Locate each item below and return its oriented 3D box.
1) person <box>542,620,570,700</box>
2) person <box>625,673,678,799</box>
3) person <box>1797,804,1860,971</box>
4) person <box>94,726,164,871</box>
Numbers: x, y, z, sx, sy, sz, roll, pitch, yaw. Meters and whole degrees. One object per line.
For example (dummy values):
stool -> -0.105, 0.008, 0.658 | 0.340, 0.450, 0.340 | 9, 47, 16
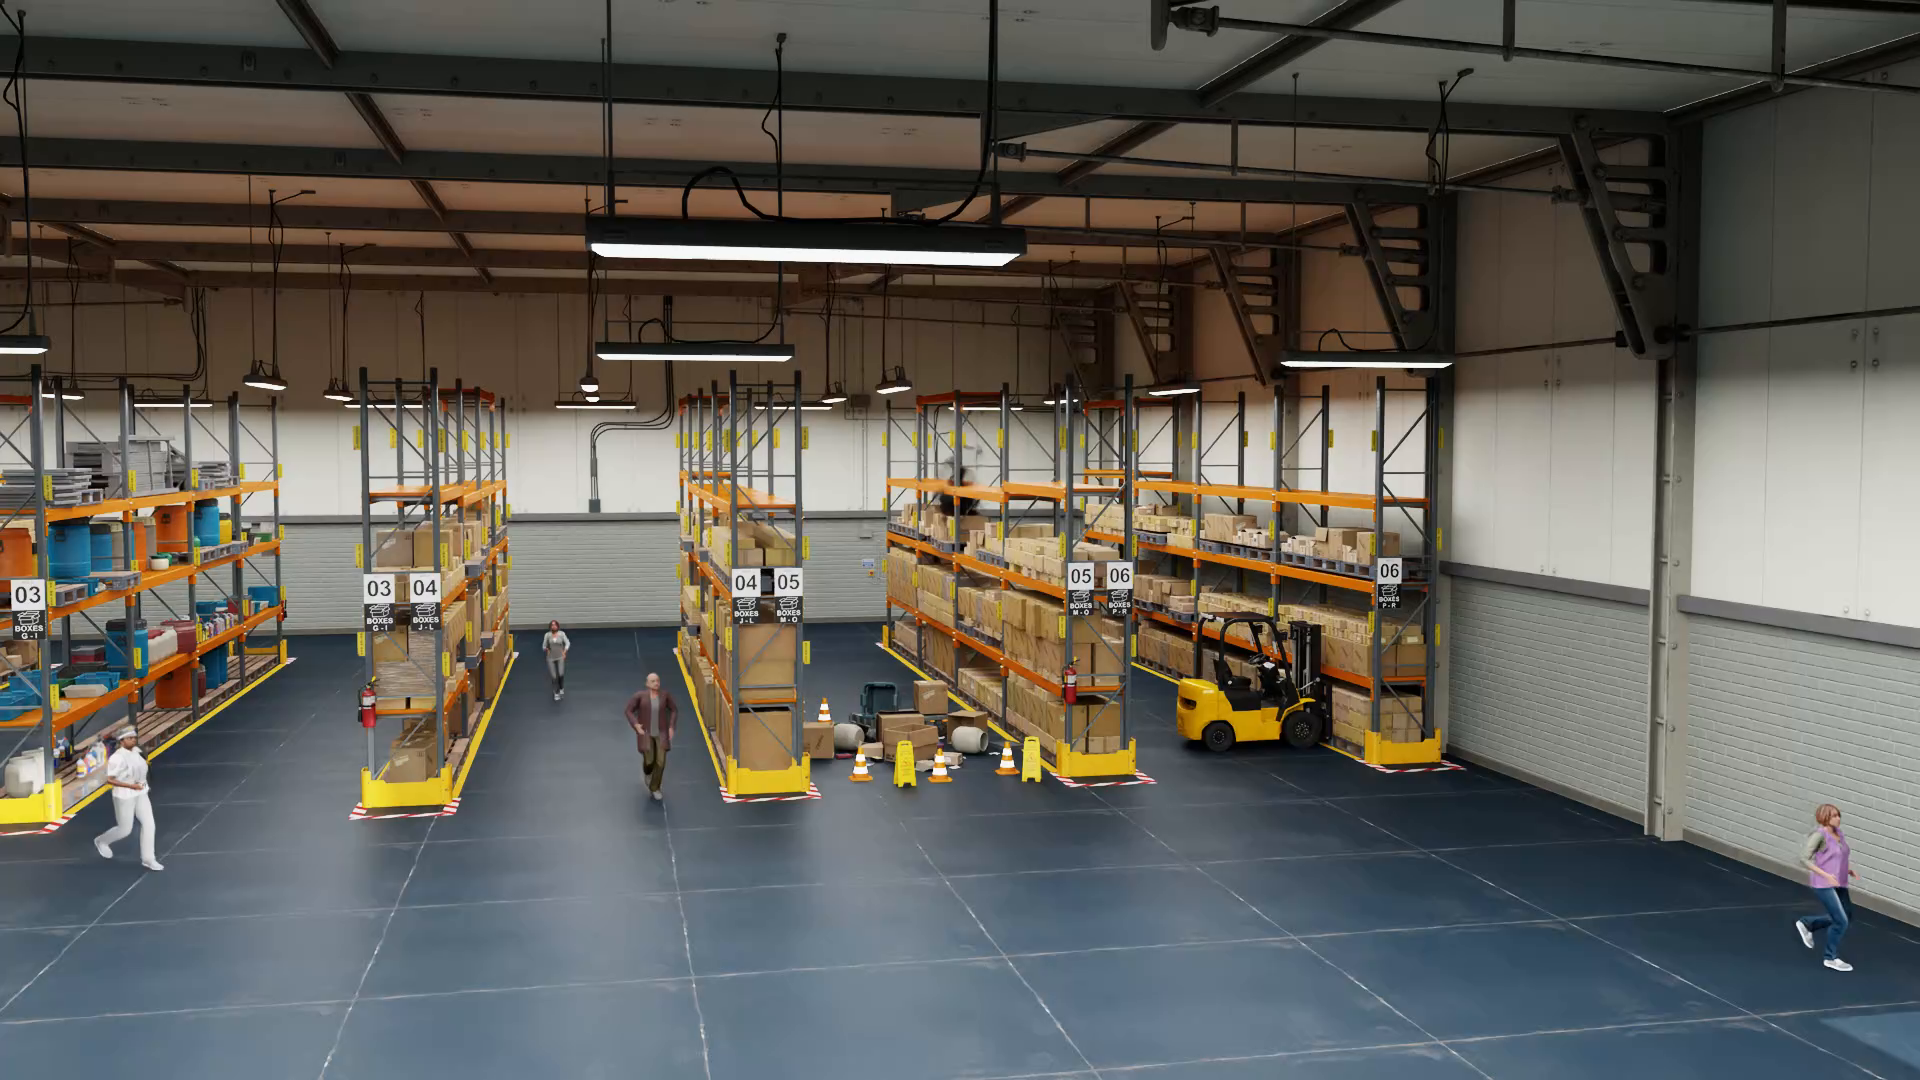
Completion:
person -> -7.764, 2.307, 31.949 | 0.508, 1.558, 0.586 | -1, 3, -11
person -> -4.339, 2.749, 23.468 | 0.747, 1.751, 0.621 | -1, 4, -19
person -> 8.235, 3.281, 15.852 | 0.538, 1.549, 0.601 | -2, 4, -29
person -> -9.731, 3.010, 19.478 | 0.914, 1.700, 0.591 | 1, 4, 19
